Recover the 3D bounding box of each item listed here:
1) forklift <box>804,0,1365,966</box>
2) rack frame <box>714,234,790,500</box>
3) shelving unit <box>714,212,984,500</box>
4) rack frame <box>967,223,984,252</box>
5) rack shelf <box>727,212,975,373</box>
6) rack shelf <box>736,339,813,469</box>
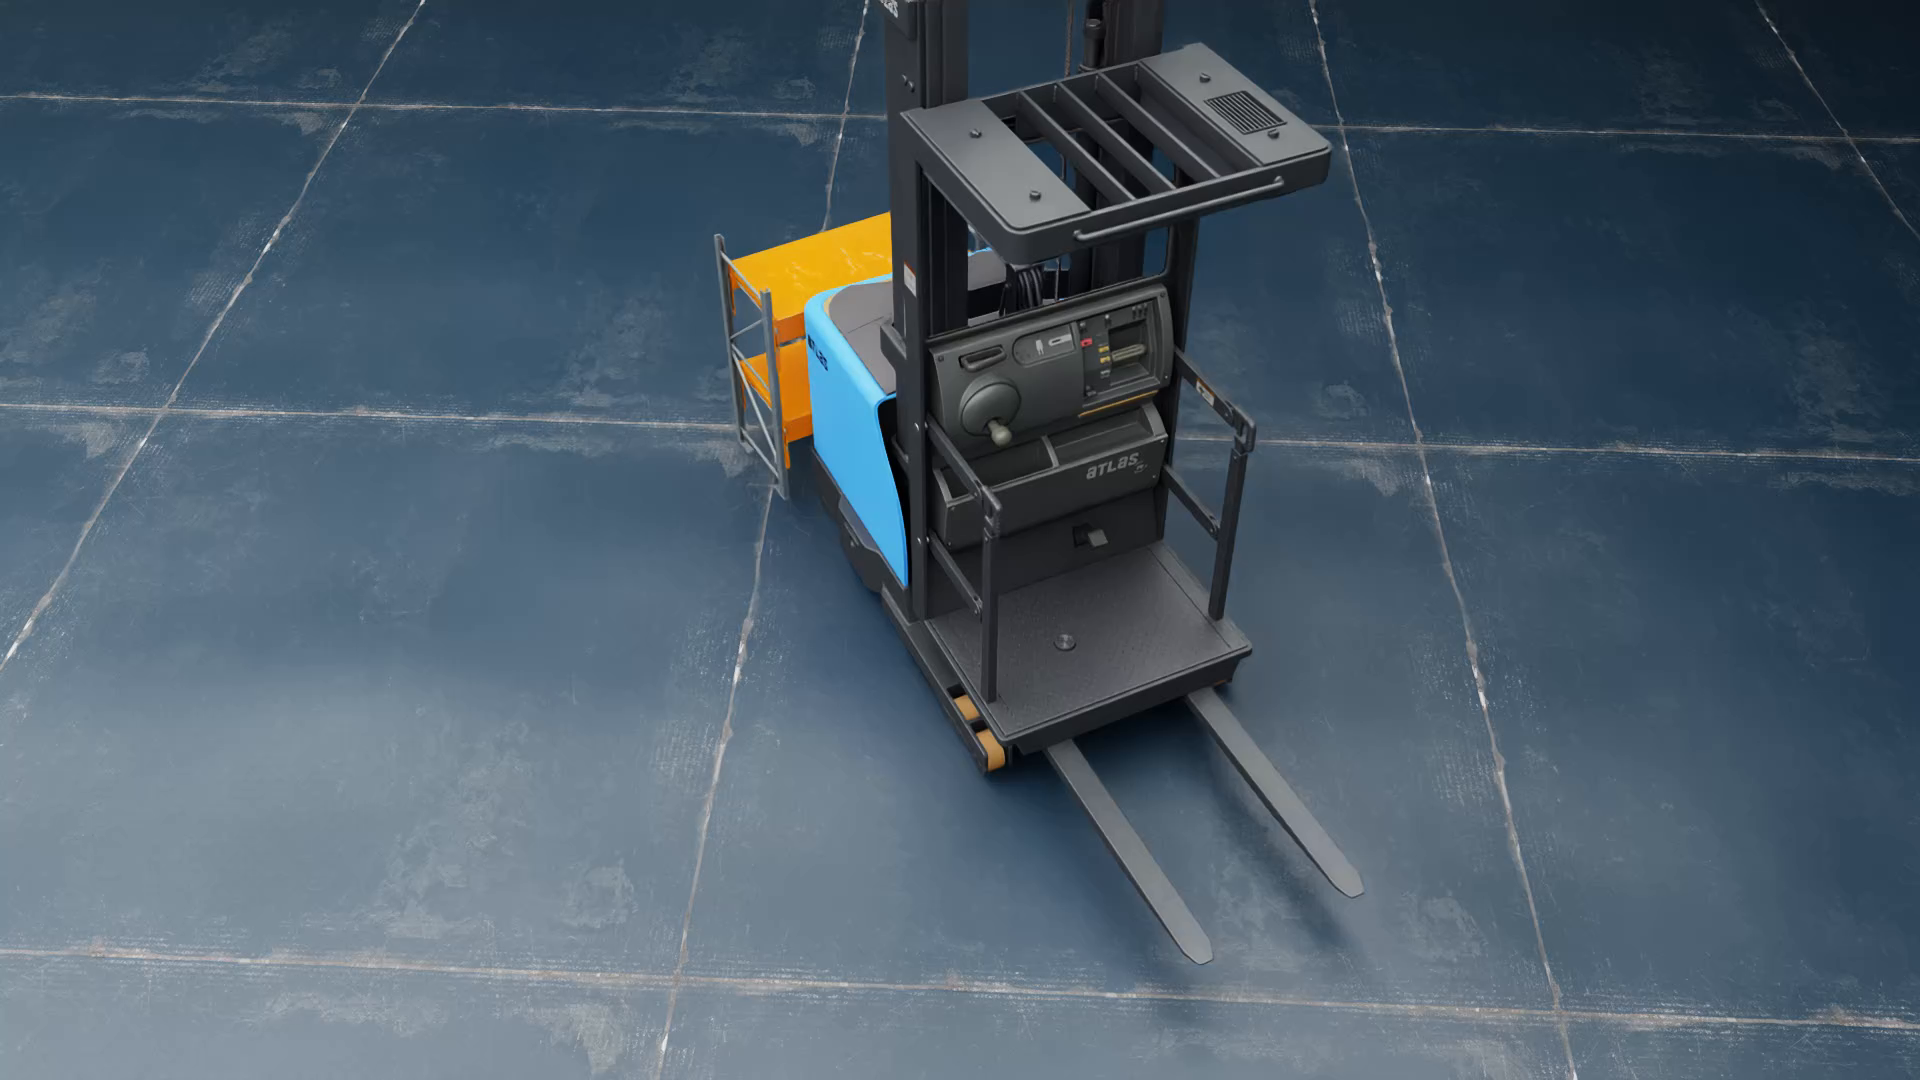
[{"bbox_3d":[0.435,-0.530,5.755,1.130,2.935,3.031,-18,46,-19],"label":"forklift"},{"bbox_3d":[-0.909,-0.743,7.308,0.032,1.125,0.500,-22,47,-22],"label":"rack frame"},{"bbox_3d":[-0.471,-0.919,7.496,1.048,1.125,0.538,-22,47,-22],"label":"shelving unit"},{"bbox_3d":[-0.033,-1.094,7.685,0.032,1.125,0.500,-22,47,-22],"label":"rack frame"},{"bbox_3d":[-0.471,-1.133,7.297,1.000,0.278,0.538,-22,47,-22],"label":"rack shelf"},{"bbox_3d":[-0.471,-0.740,7.663,1.000,0.278,0.538,-22,47,-22],"label":"rack shelf"}]
